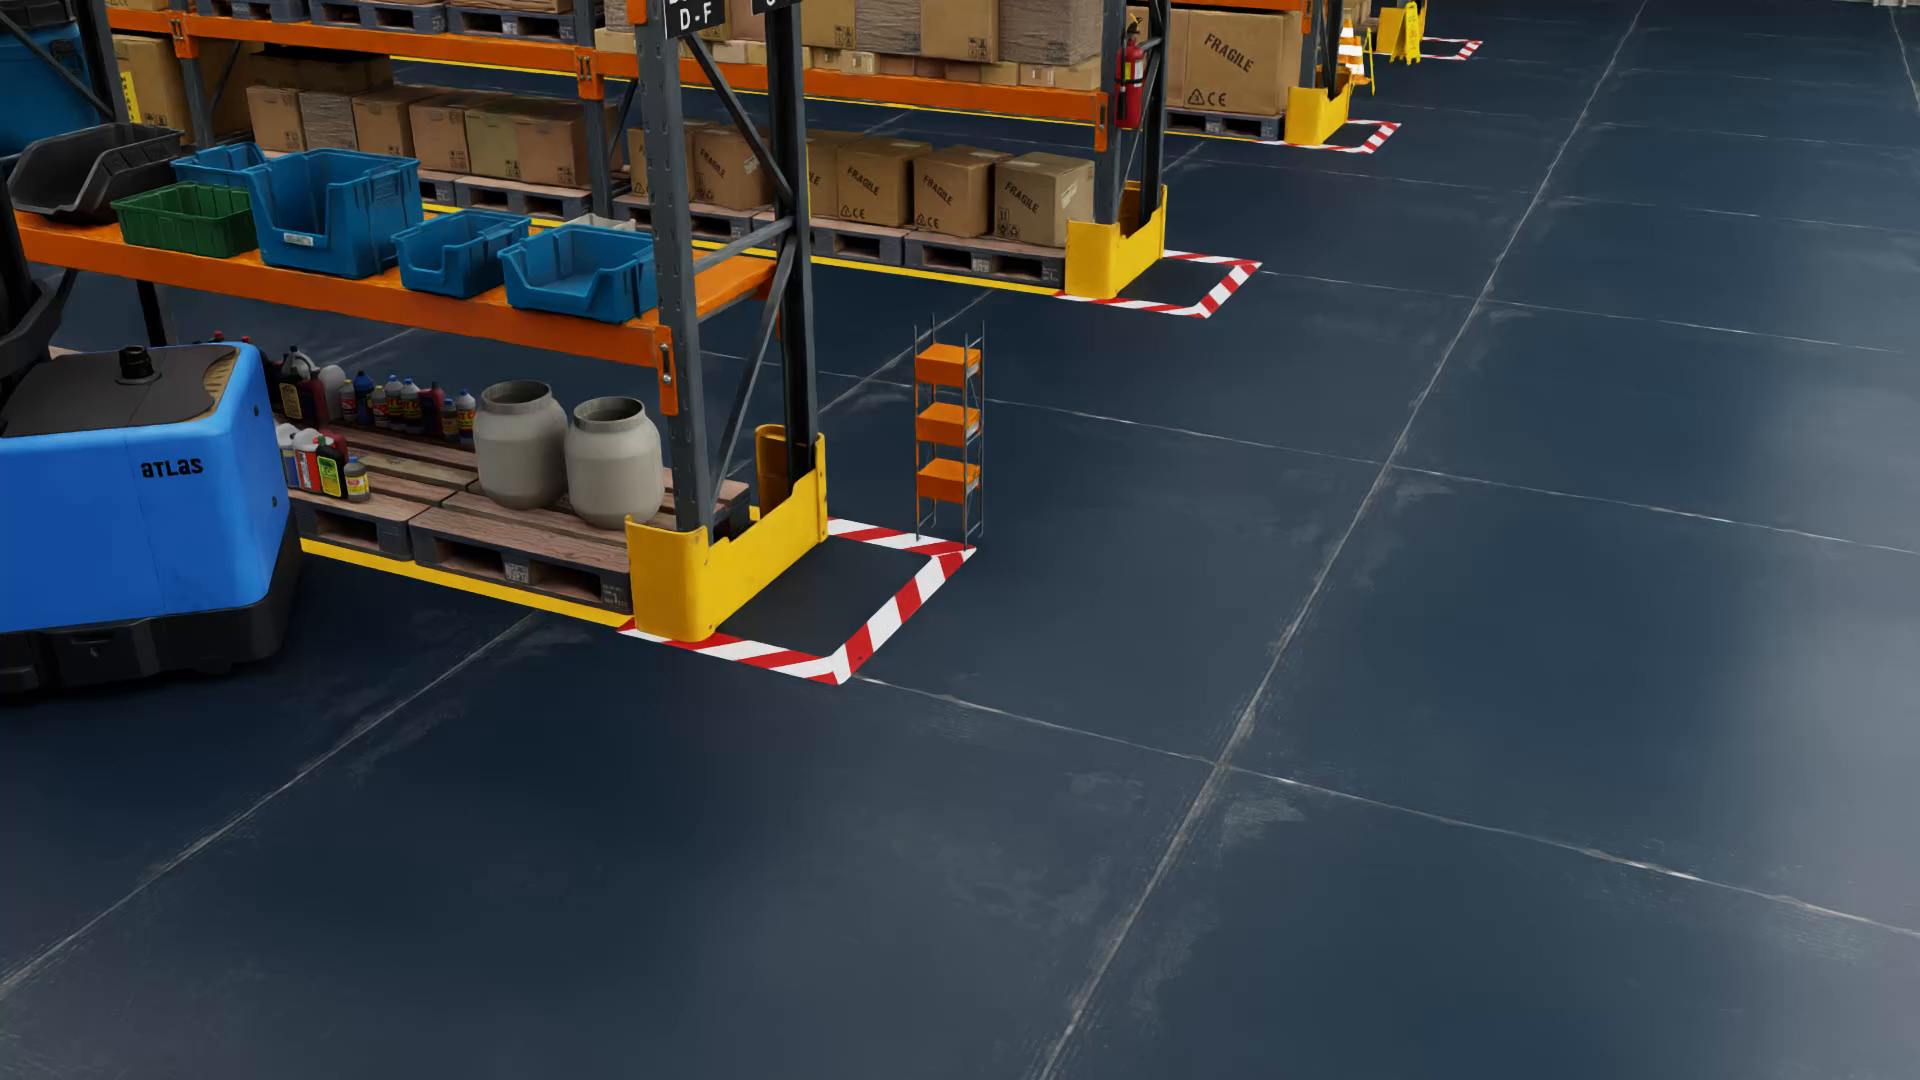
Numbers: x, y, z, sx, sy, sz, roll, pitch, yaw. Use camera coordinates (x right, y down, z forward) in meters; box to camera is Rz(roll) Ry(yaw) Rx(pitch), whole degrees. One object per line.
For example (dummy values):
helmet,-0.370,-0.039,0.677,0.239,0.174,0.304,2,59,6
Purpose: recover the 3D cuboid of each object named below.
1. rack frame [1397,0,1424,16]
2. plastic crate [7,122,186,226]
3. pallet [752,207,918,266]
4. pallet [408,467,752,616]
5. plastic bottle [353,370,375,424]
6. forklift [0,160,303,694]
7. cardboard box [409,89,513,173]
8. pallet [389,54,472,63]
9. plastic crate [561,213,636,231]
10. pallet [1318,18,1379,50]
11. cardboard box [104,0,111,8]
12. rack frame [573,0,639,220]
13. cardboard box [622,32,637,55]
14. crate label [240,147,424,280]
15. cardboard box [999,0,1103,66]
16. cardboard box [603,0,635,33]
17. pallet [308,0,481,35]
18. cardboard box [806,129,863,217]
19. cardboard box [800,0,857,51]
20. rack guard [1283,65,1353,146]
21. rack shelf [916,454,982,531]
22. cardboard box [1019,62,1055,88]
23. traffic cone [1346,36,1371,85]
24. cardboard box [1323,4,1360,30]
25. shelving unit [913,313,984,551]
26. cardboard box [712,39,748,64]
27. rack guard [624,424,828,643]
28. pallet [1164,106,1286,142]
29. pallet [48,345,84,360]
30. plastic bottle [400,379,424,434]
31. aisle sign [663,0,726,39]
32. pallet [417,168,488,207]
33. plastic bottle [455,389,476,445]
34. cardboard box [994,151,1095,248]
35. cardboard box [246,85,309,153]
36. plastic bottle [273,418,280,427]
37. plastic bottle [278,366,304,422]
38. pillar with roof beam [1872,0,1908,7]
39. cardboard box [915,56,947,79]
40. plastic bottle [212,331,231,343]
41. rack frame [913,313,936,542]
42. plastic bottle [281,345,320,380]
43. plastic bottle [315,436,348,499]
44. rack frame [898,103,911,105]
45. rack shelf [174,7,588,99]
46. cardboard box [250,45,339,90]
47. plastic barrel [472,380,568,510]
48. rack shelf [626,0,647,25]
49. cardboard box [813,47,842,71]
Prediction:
rack frame,5.246,-7.158,18.893,0.127,3.000,1.000,11,28,22
plastic crate,-4.123,-1.739,7.956,0.504,0.338,0.767,11,28,22
pallet,-0.757,-2.323,12.229,1.213,0.211,1.003,11,28,22
pallet,-1.732,-0.077,7.667,1.213,0.211,1.003,11,28,22
plastic bottle,-3.015,-0.730,8.428,0.097,0.271,0.097,0,26,0
forklift,-4.313,-0.842,6.142,3.031,2.935,1.130,-6,27,-12
cardboard box,-3.983,-3.299,13.386,0.500,0.500,0.700,9,28,17
pallet,-5.811,-5.728,19.146,1.213,0.211,1.003,11,28,22
plastic crate,-1.588,-1.357,7.408,0.250,0.136,0.298,11,28,22
pallet,4.452,-6.084,19.868,1.213,0.211,1.003,11,28,22
cardboard box,-7.142,-4.765,13.920,0.500,0.500,0.500,11,28,21
rack frame,-2.497,-3.905,12.285,0.127,3.000,1.000,11,28,22
cardboard box,-2.204,-3.581,11.912,0.250,0.149,0.380,11,28,22
crate label,-2.694,-1.426,7.210,0.616,0.435,0.502,11,28,22
cardboard box,0.655,-3.463,10.939,0.500,0.500,0.875,11,28,22
cardboard box,-2.113,-3.976,11.980,0.500,0.500,0.875,11,28,22
pallet,-4.319,-4.205,13.111,1.213,0.211,1.003,11,28,22
cardboard box,-1.027,-2.699,12.191,0.500,0.500,0.500,9,28,17
cardboard box,-0.738,-3.712,11.443,0.500,0.500,0.875,11,28,22
rack guard,3.311,-4.024,15.356,0.348,0.500,1.175,11,28,22
rack shelf,-0.049,-0.222,7.666,0.240,0.259,0.215,11,28,22
cardboard box,0.572,-3.076,10.886,0.250,0.149,0.380,11,28,22
traffic cone,4.171,-5.072,17.527,0.334,0.463,0.336,11,28,22
cardboard box,4.377,-6.157,19.497,0.500,0.250,0.500,11,28,22
shelving unit,-0.049,-0.481,7.538,0.252,1.050,0.215,11,28,22
cardboard box,-1.523,-3.442,11.630,0.250,0.149,0.380,11,28,22
rack guard,-0.995,-0.056,7.297,0.348,0.500,1.175,11,28,22
pallet,2.529,-4.013,15.662,1.213,0.211,1.003,11,28,22
pallet,-5.278,-0.790,9.116,1.213,0.211,1.003,11,28,22
plastic bottle,-2.740,-0.675,8.315,0.097,0.271,0.097,0,26,0
aisle sign,-0.964,-2.216,5.911,0.004,0.787,0.394,11,28,22
pallet,-4.321,-3.018,13.641,1.213,0.211,1.003,11,28,22
plastic bottle,-2.428,-0.612,8.188,0.097,0.271,0.097,0,26,0
cardboard box,0.583,-2.361,11.505,0.500,0.500,0.500,17,31,31
cardboard box,-5.520,-3.598,13.993,0.500,0.500,0.700,10,28,19
plastic bottle,-3.256,-0.462,7.793,0.185,0.351,0.144,13,29,24
plastic bottle,-3.392,-0.750,8.455,0.133,0.283,0.061,11,28,22
pillar with roof beam,10.717,-9.508,16.874,0.400,9.000,9.100,11,28,22
cardboard box,-0.109,-3.215,11.169,0.250,0.149,0.380,11,28,22
plastic bottle,-3.842,-0.920,8.724,0.185,0.351,0.144,11,28,20
rack frame,-0.160,-0.503,7.584,0.008,1.050,0.200,11,28,22
plastic bottle,-3.373,-0.826,8.533,0.185,0.351,0.144,11,28,21
plastic bottle,-2.873,-0.334,7.610,0.133,0.283,0.061,12,29,23
rack frame,-0.352,-5.881,16.299,0.127,3.000,1.000,11,28,22
rack shelf,-4.318,-3.948,13.187,4.000,0.370,1.077,11,28,22
cardboard box,-5.516,-3.938,13.836,0.500,0.250,0.500,13,29,24
plastic barrel,-1.993,-0.435,7.580,0.421,0.512,0.421,0,26,0
rack shelf,-2.727,-2.571,6.994,4.000,0.370,1.077,11,28,22
cardboard box,-0.809,-3.336,11.413,0.250,0.149,0.380,11,28,22
